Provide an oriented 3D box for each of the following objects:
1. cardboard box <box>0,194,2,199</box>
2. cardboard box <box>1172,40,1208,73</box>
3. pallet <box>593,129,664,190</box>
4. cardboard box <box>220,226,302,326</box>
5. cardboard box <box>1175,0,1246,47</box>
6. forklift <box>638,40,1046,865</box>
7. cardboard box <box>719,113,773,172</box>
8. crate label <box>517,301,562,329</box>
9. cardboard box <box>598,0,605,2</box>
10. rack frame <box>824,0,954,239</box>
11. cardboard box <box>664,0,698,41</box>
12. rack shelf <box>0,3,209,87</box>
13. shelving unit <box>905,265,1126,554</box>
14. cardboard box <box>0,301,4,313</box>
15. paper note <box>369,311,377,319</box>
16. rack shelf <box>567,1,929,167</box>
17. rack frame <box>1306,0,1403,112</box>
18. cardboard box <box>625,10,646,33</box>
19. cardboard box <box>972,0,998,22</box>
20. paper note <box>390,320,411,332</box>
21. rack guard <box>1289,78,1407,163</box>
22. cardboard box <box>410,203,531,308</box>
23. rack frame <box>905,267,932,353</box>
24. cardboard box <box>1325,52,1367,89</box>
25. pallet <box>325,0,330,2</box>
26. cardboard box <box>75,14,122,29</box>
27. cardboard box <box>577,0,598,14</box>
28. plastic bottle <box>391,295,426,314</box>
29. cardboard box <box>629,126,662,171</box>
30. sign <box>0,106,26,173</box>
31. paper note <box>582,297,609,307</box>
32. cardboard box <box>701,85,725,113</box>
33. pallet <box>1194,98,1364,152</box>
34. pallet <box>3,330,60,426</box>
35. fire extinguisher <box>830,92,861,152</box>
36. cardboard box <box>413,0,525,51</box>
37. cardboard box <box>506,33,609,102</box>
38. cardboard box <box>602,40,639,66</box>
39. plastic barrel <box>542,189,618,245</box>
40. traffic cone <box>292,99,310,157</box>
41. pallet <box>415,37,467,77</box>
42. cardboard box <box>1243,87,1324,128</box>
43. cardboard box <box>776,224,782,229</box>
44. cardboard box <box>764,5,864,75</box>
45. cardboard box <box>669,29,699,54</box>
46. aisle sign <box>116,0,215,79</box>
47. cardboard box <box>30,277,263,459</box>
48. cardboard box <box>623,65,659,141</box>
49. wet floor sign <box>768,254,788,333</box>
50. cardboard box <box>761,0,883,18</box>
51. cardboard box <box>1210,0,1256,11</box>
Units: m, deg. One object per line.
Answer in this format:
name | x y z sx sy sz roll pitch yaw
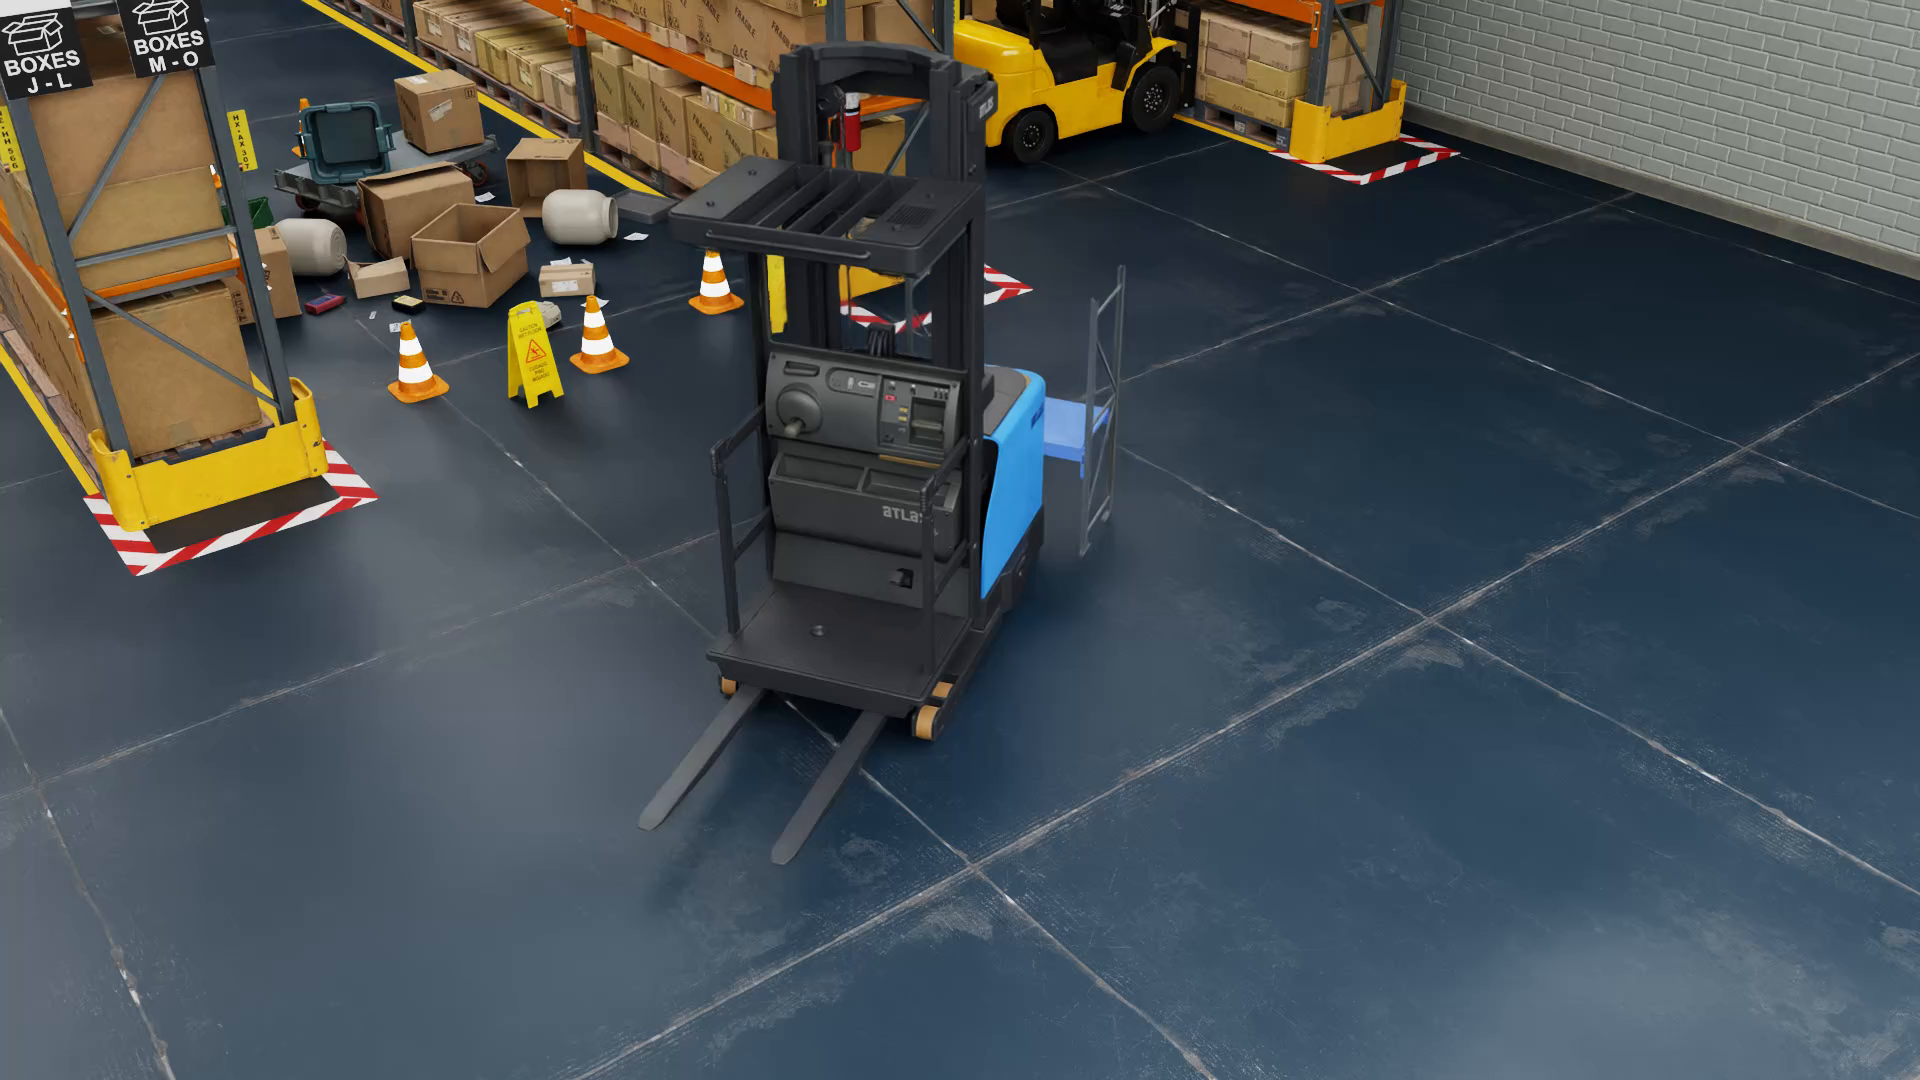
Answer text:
cardboard box | -5.541 -2.483 10.263 0.875 0.550 0.500 -22 38 -31
cardboard box | 2.267 -4.572 15.503 0.500 0.250 0.500 -23 39 -32
pallet | -2.487 -3.434 14.578 1.003 0.211 1.213 -22 38 -31
cardboard box | -5.012 -1.867 11.780 0.500 0.500 0.500 -16 35 -23
cardboard box | 2.281 -4.771 15.349 0.500 0.250 0.500 -22 38 -31
forklift | -0.517 -0.555 7.366 1.130 2.935 3.031 11 33 17
cardboard box | -1.493 -3.014 12.758 0.500 0.500 0.500 -21 37 -30
crate label | -2.956 -1.572 11.652 0.298 0.136 0.250 12 34 19
cardboard box | -2.877 -4.782 13.730 0.500 0.500 0.500 -22 38 -32
rack frame | -0.474 -3.220 11.591 1.000 3.000 0.127 -22 38 -31
cardboard box | -1.927 -4.163 12.733 0.500 0.500 0.500 -22 38 -31
rack shelf | -5.548 -3.378 9.685 1.077 0.370 4.000 -22 38 -31
shelving unit | 0.292 -0.784 9.090 1.048 1.500 0.538 12 34 19
cardboard box | -6.444 -2.234 11.620 0.875 0.875 0.875 -22 38 -31
paper note | -4.171 -1.597 11.813 0.032 0.001 0.123 -4 32 -7
rack shelf | -1.700 -3.748 13.123 1.077 0.370 4.000 -22 38 -31
rack frame | 3.445 -4.827 14.179 1.000 3.000 0.127 -22 38 -31
cardboard box | -2.480 -4.241 13.474 0.380 0.149 0.250 -21 38 -30
cardboard box | 0.663 -5.878 17.723 0.875 0.625 0.625 -20 37 -29
paper note | -3.917 -1.500 11.637 0.144 0.017 0.142 -10 33 -15
rack guard | 3.460 -3.755 14.822 1.175 0.500 0.348 -22 38 -31
cardboard box | -3.550 -2.072 12.109 0.637 0.503 0.797 6 32 10
rack frame | -0.180 -0.885 9.252 0.032 1.500 0.500 12 34 19
cardboard box | 3.321 -4.313 15.086 0.500 0.250 0.500 -21 38 -31
pallet | -7.299 -6.739 19.900 1.003 0.211 1.213 -22 38 -31
cardboard box | -5.165 -2.742 9.657 0.875 0.550 0.550 -22 38 -31
cardboard box | -2.987 -4.545 13.963 0.380 0.149 0.250 -22 38 -32
plastic bottle | -3.976 -1.694 11.920 0.283 0.061 0.133 18 36 27
cardboard box | -2.442 -3.345 14.001 0.500 0.250 0.500 -20 37 -29
sign | -4.759 -1.999 8.303 0.100 0.325 0.005 -22 38 -31
paper note | -2.626 -1.708 11.972 0.142 0.019 0.148 18 36 27
cardboard box | -1.761 -3.421 12.798 0.380 0.149 0.250 -21 37 -29
pallet | 2.943 -3.948 15.406 1.003 0.211 1.213 -22 38 -31
pallet | -5.618 -1.207 10.994 1.003 0.211 1.213 -22 38 -31
fire extinguisher | -0.767 -2.990 11.294 0.296 0.674 0.183 -22 38 -31
cardboard box | -5.041 -5.377 17.157 0.950 0.372 0.625 -25 40 -34
cardboard box | -3.694 -4.465 15.689 0.950 0.372 0.625 -20 37 -29
cardboard box | -2.749 -4.086 13.869 0.380 0.149 0.250 -22 38 -31
plastic barrel | -2.936 -2.496 12.868 0.512 0.421 0.421 1 32 2
traffic cone | -5.760 -3.670 14.721 0.336 0.463 0.334 -22 38 -31
pallet | -4.901 -5.043 17.170 1.003 0.211 1.213 -22 38 -31
cardboard box | 2.907 -3.931 14.944 0.500 0.250 0.500 -22 38 -31
cardboard box | -1.196 -2.490 12.624 0.500 0.250 0.500 -22 38 -32
cardboard box | -1.024 -3.526 11.707 0.500 0.500 0.500 -23 39 -32
cardboard box | -2.033 -3.913 12.945 0.380 0.149 0.250 -22 38 -32
aisle sign | -4.041 -2.748 8.367 0.394 0.787 0.004 -22 38 -31
cardboard box | -4.790 -1.113 9.815 0.875 0.875 0.875 -22 38 -31
cardboard box | -2.440 -3.663 13.802 0.500 0.500 0.500 -21 37 -30
wet floor sign | -1.202 -1.794 11.527 0.267 0.644 0.232 -10 33 -15
cardboard box | -0.959 -3.955 11.451 0.700 0.500 0.500 -23 39 -33
cardboard box | 2.692 -4.943 15.626 0.500 0.250 0.500 -23 38 -32
